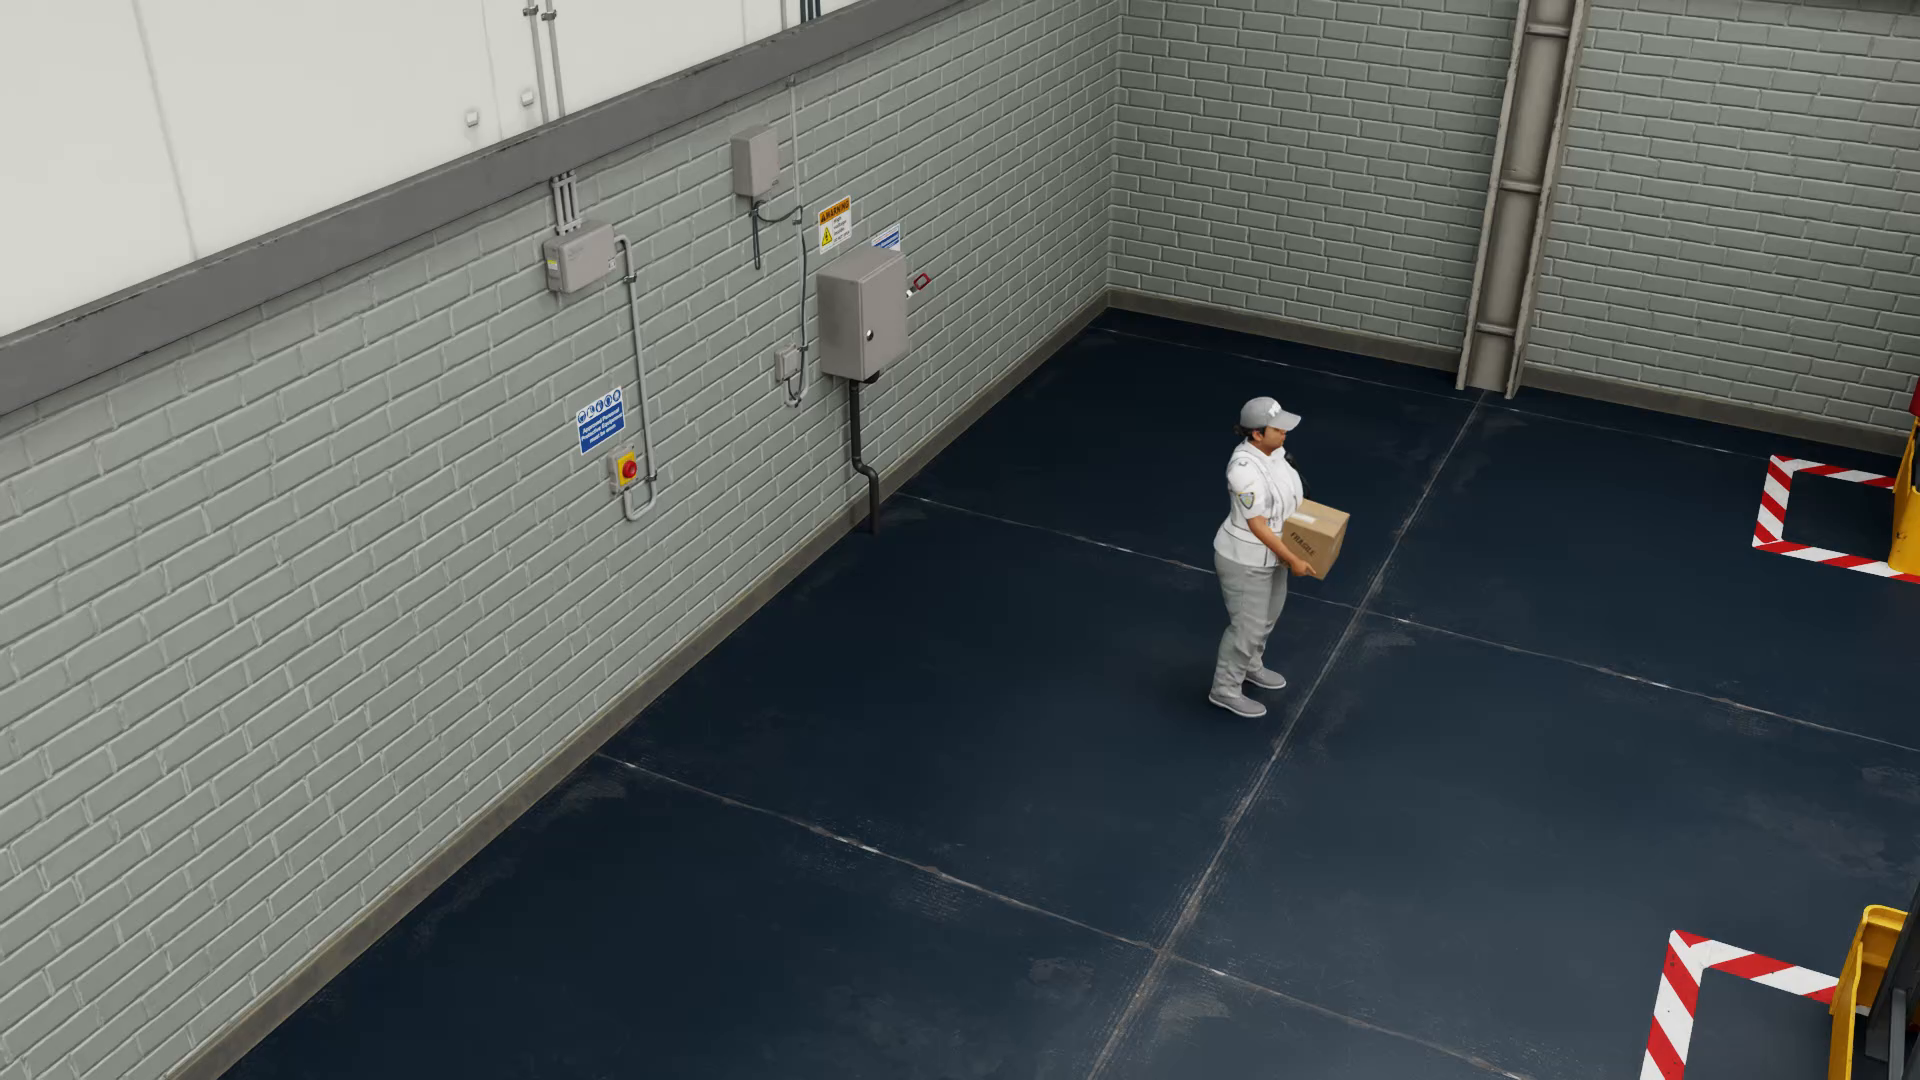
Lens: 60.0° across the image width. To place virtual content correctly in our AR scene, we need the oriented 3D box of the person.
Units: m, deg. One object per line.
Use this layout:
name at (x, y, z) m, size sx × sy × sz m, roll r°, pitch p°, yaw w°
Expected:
person at (1.520, 0.085, 8.146) m, size 0.535 × 1.658 × 0.455 m, roll 15°, pitch 33°, yaw 24°
